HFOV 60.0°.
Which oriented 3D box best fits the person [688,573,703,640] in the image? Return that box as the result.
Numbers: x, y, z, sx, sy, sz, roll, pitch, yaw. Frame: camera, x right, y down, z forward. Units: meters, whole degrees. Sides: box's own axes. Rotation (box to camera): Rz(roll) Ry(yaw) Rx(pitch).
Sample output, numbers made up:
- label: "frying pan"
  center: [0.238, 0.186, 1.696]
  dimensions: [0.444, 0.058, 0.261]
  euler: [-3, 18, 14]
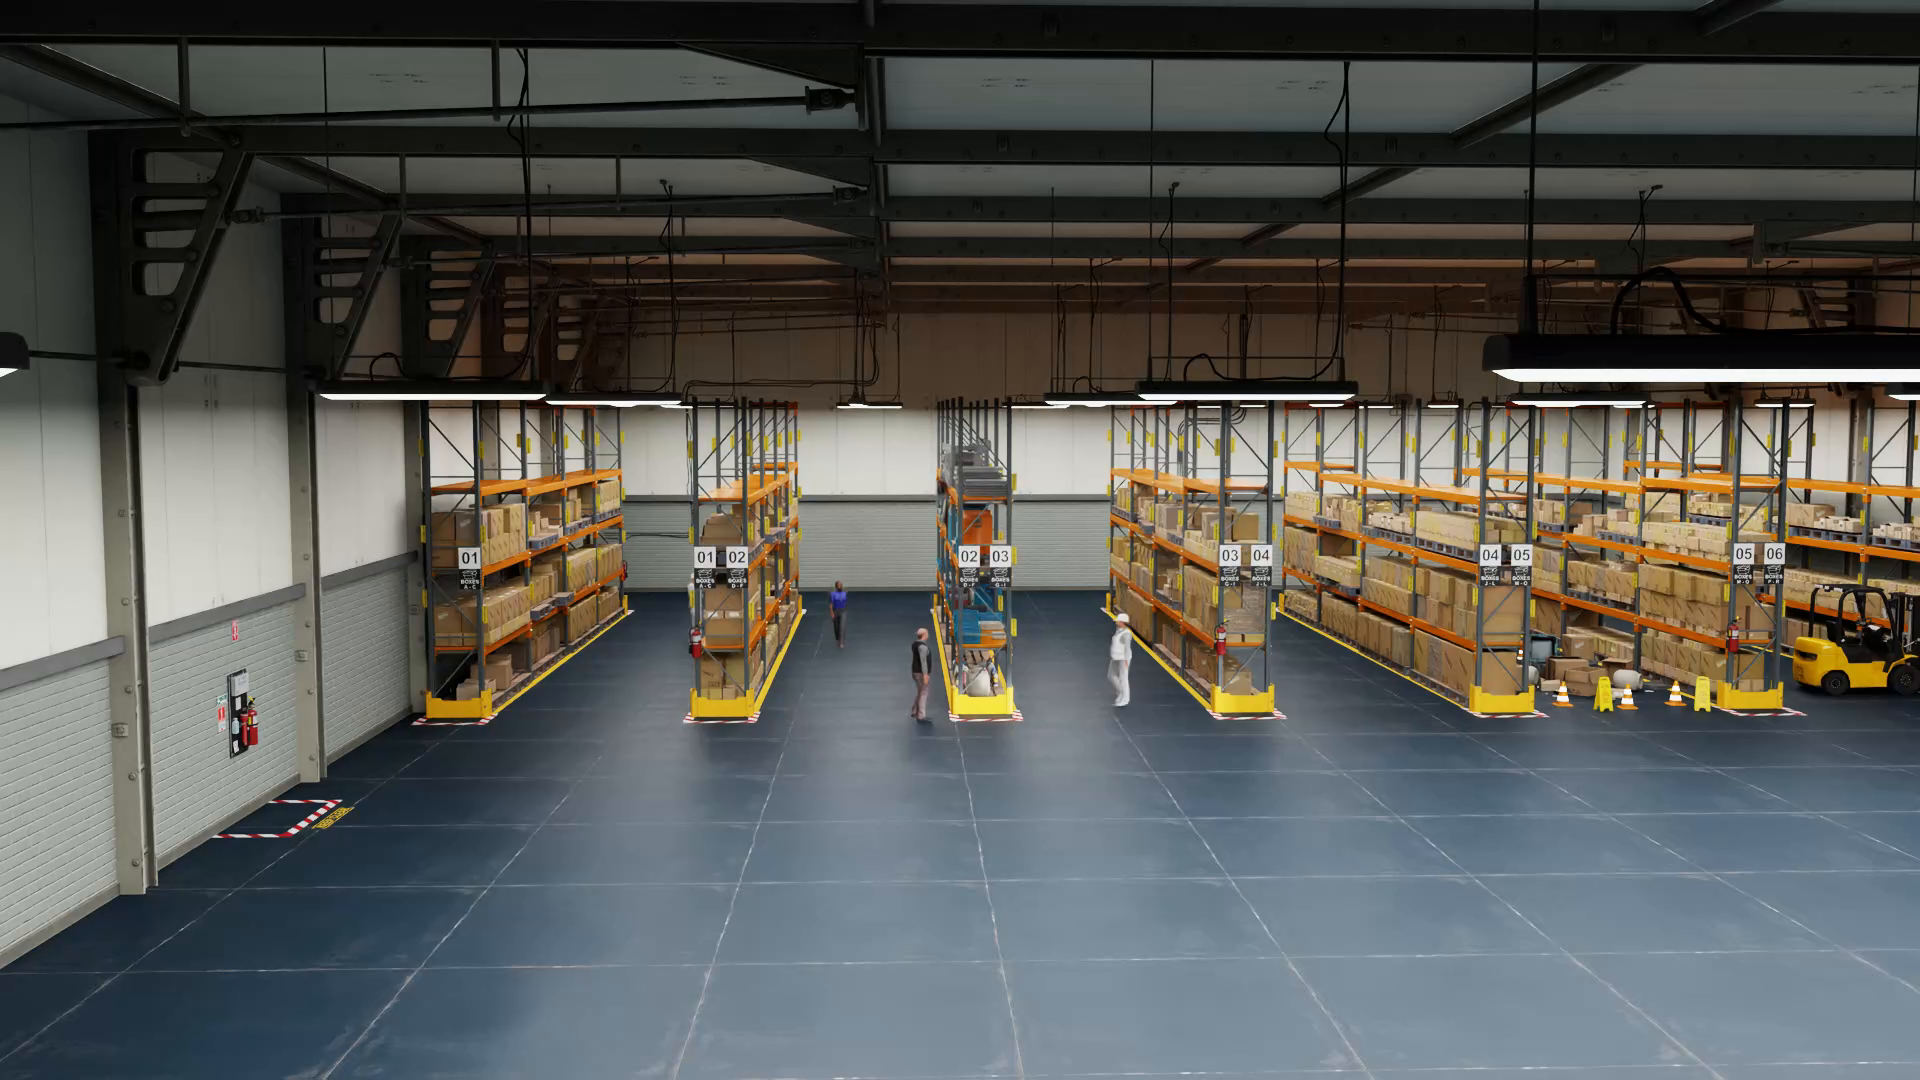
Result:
- label: "person"
  center: [-6.402, 1.687, 40.609]
  dimensions: [0.467, 1.782, 0.630]
  euler: [-1, 4, -7]

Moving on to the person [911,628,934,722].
- label: "person"
  center: [-0.706, 2.516, 30.781]
  dimensions: [0.366, 1.771, 0.620]
  euler: [-1, 5, -18]

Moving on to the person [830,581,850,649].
- label: "person"
  center: [-2.913, 1.796, 40.322]
  dimensions: [0.473, 1.614, 0.927]
  euler: [0, 4, 2]

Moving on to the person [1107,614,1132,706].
- label: "person"
  center: [3.137, 2.326, 32.439]
  dimensions: [0.415, 1.793, 0.573]
  euler: [-2, 5, -20]
